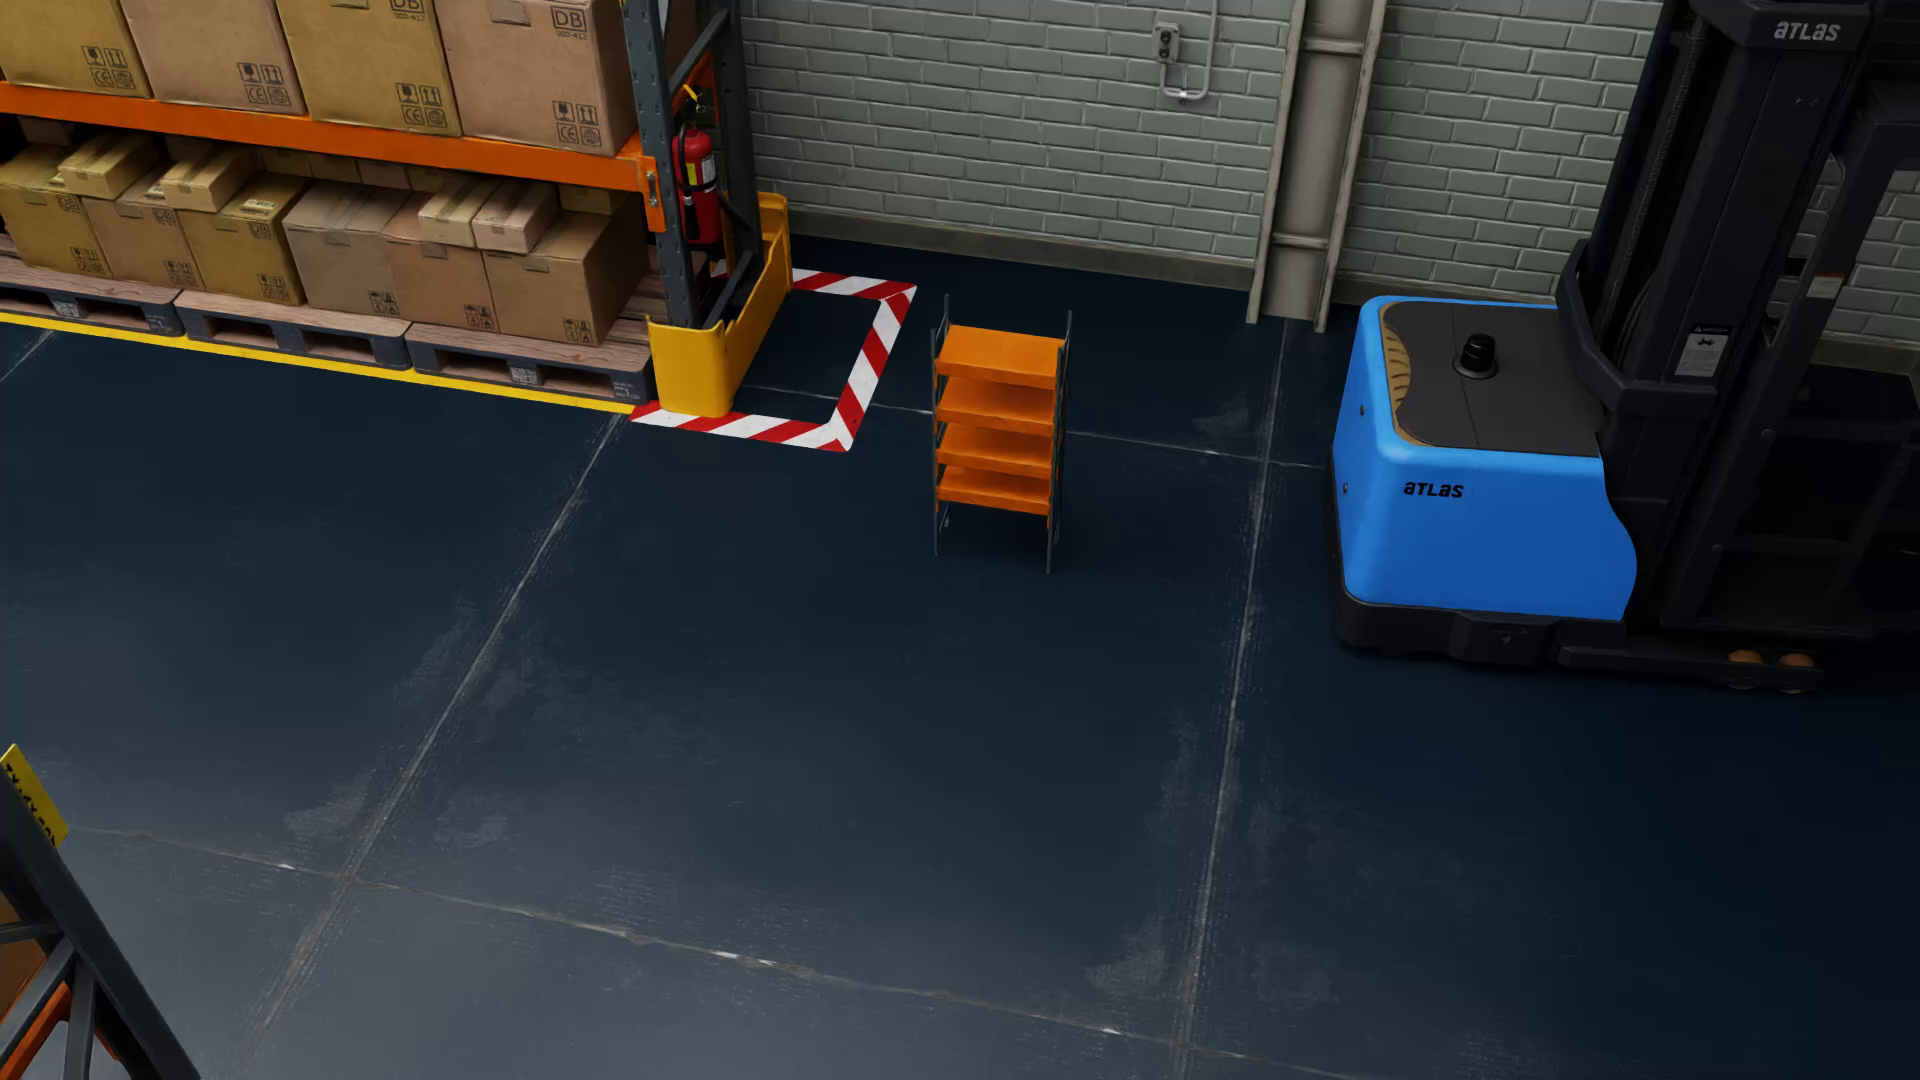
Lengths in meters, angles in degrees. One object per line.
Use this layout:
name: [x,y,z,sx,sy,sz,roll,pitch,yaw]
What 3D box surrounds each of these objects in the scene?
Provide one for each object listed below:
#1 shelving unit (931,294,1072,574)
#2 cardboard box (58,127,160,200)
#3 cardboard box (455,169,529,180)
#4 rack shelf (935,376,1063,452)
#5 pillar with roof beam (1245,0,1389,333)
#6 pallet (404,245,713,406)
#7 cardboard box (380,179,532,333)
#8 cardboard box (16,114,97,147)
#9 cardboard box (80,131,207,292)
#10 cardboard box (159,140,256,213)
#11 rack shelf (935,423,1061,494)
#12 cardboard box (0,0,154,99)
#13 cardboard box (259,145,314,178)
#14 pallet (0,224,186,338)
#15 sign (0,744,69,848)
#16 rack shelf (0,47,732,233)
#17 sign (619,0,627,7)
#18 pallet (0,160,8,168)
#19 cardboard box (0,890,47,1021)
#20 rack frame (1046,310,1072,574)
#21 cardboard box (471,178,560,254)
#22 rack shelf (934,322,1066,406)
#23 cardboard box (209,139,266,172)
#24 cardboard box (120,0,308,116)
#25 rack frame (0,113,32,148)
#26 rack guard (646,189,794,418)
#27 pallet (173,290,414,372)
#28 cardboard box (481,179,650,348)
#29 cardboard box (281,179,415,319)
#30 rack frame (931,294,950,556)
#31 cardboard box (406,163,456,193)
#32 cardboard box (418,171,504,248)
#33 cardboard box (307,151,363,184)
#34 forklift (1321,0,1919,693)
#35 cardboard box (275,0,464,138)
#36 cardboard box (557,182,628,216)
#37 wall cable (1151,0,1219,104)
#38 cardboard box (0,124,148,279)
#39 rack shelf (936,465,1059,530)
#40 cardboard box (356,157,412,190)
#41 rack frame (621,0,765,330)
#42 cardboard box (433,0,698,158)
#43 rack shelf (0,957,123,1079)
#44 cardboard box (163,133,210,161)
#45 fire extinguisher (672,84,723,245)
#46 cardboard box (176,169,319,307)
shelving unit: [0.162,-0.407,6.768,0.503,1.200,0.258,9,45,9]
cardboard box: [-4.066,-1.801,7.950,0.250,0.149,0.380,10,45,10]
cardboard box: [-2.198,-1.784,7.933,0.250,0.149,0.380,9,45,9]
rack shelf: [0.162,-0.520,6.659,0.480,0.148,0.258,9,45,9]
pillar with roof beam: [0.720,-1.493,2.273,0.400,9.000,9.100,9,45,9]
pallet: [-1.961,-1.132,8.234,1.213,0.211,1.003,9,45,9]
cardboard box: [-2.357,-1.434,8.036,0.500,0.500,0.700,9,45,9]
cardboard box: [-4.458,-2.133,8.295,0.250,0.149,0.380,9,45,9]
cardboard box: [-3.871,-1.664,8.276,0.500,0.500,0.700,8,45,9]
cardboard box: [-3.556,-1.722,7.868,0.250,0.149,0.380,8,44,8]
rack shelf: [0.162,-0.359,6.815,0.480,0.148,0.258,9,45,9]
cardboard box: [-3.831,-2.575,7.506,0.700,0.700,0.980,8,44,8]
cardboard box: [-3.188,-1.937,8.092,0.250,0.149,0.380,8,44,8]
pallet: [-4.343,-1.502,8.618,1.213,0.211,1.003,9,45,9]
sign: [-2.124,0.605,3.794,0.005,0.325,0.100,9,45,9]
rack shelf: [-3.116,-2.113,7.761,4.000,0.370,1.077,9,45,9]
sign: [-1.296,-2.206,6.333,0.005,0.325,0.100,9,45,9]
pallet: [-5.837,-1.736,8.861,1.213,0.211,1.003,9,45,9]
cardboard box: [-2.618,1.002,3.934,0.500,0.500,0.500,10,45,10]
rack frame: [0.400,-0.370,6.730,0.015,1.200,0.240,9,45,9]
cardboard box: [-2.034,-1.488,7.625,0.250,0.149,0.380,8,45,9]
rack shelf: [0.162,-0.690,6.495,0.480,0.148,0.258,9,45,9]
cardboard box: [-3.440,-1.976,8.132,0.250,0.149,0.380,9,45,9]
cardboard box: [-3.118,-2.472,7.399,0.700,0.700,0.980,7,44,7]
rack frame: [-5.068,-2.675,7.826,0.127,3.000,1.000,9,45,9]
rack guard: [-1.141,-1.165,8.060,0.348,0.500,1.175,9,45,9]
pallet: [-3.148,-1.319,8.428,1.213,0.211,1.003,9,45,9]
cardboard box: [-1.869,-1.358,7.958,0.500,0.500,0.700,9,45,9]
cardboard box: [-2.848,-1.509,8.115,0.500,0.500,0.700,7,44,8]
rack frame: [-0.077,-0.444,6.806,0.015,1.200,0.240,9,45,9]
cardboard box: [-2.442,-1.822,7.972,0.250,0.149,0.380,9,45,9]
cardboard box: [-2.284,-1.526,7.664,0.250,0.149,0.380,10,45,10]
cardboard box: [-2.941,-1.899,8.052,0.250,0.149,0.380,9,45,9]
forklift: [3.061,-0.840,5.969,3.031,2.935,1.130,4,44,4]
cardboard box: [-2.376,-2.350,7.272,0.700,0.700,0.980,8,45,9]
cardboard box: [-1.703,-1.708,7.854,0.250,0.149,0.380,9,45,9]
wall cable: [0.292,-2.881,7.308,1.851,1.984,0.084,9,45,9]
cardboard box: [-4.360,-1.743,8.357,0.500,0.500,0.700,9,45,10]
rack shelf: [0.162,-0.216,6.952,0.480,0.148,0.258,9,45,9]
cardboard box: [-2.690,-1.860,8.012,0.250,0.149,0.380,9,45,10]
rack frame: [-1.164,-2.069,7.196,0.127,3.000,1.000,9,45,9]
cardboard box: [-1.664,-2.247,7.166,0.700,0.700,0.980,11,45,11]
rack shelf: [-4.194,1.240,4.277,4.000,0.370,1.077,9,45,9]
cardboard box: [-3.686,-2.015,8.172,0.250,0.149,0.380,8,44,8]
fire extinguisher: [-1.118,-1.572,7.004,0.183,0.674,0.296,9,45,9]
cardboard box: [-3.370,-1.585,8.194,0.500,0.500,0.700,10,45,10]
